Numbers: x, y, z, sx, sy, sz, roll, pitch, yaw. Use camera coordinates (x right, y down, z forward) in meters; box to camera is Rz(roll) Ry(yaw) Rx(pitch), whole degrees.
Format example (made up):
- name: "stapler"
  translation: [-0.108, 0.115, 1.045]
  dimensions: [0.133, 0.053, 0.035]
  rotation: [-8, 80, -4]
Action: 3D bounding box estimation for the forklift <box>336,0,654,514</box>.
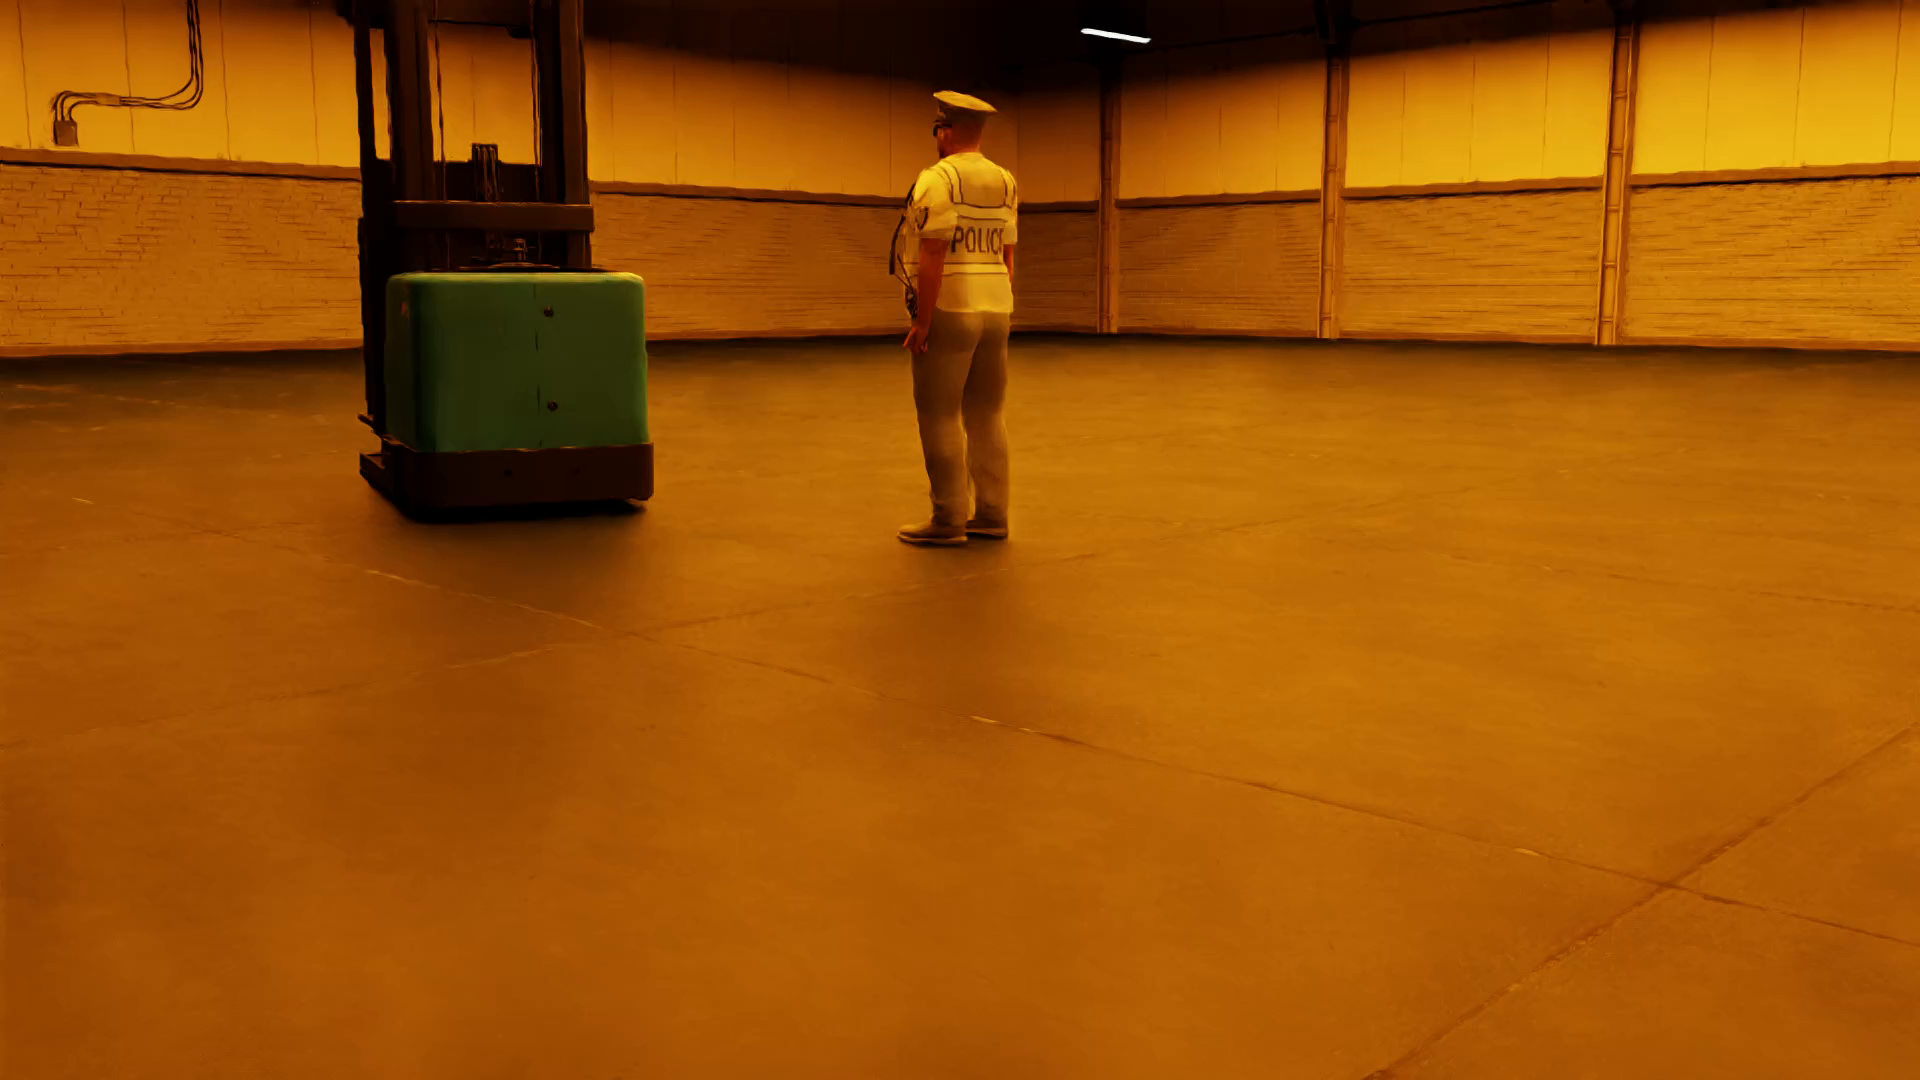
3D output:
- name: "forklift"
  translation: [-2.501, -1.745, 8.466]
  dimensions: [1.130, 2.935, 3.031]
  rotation: [-4, 10, -26]
